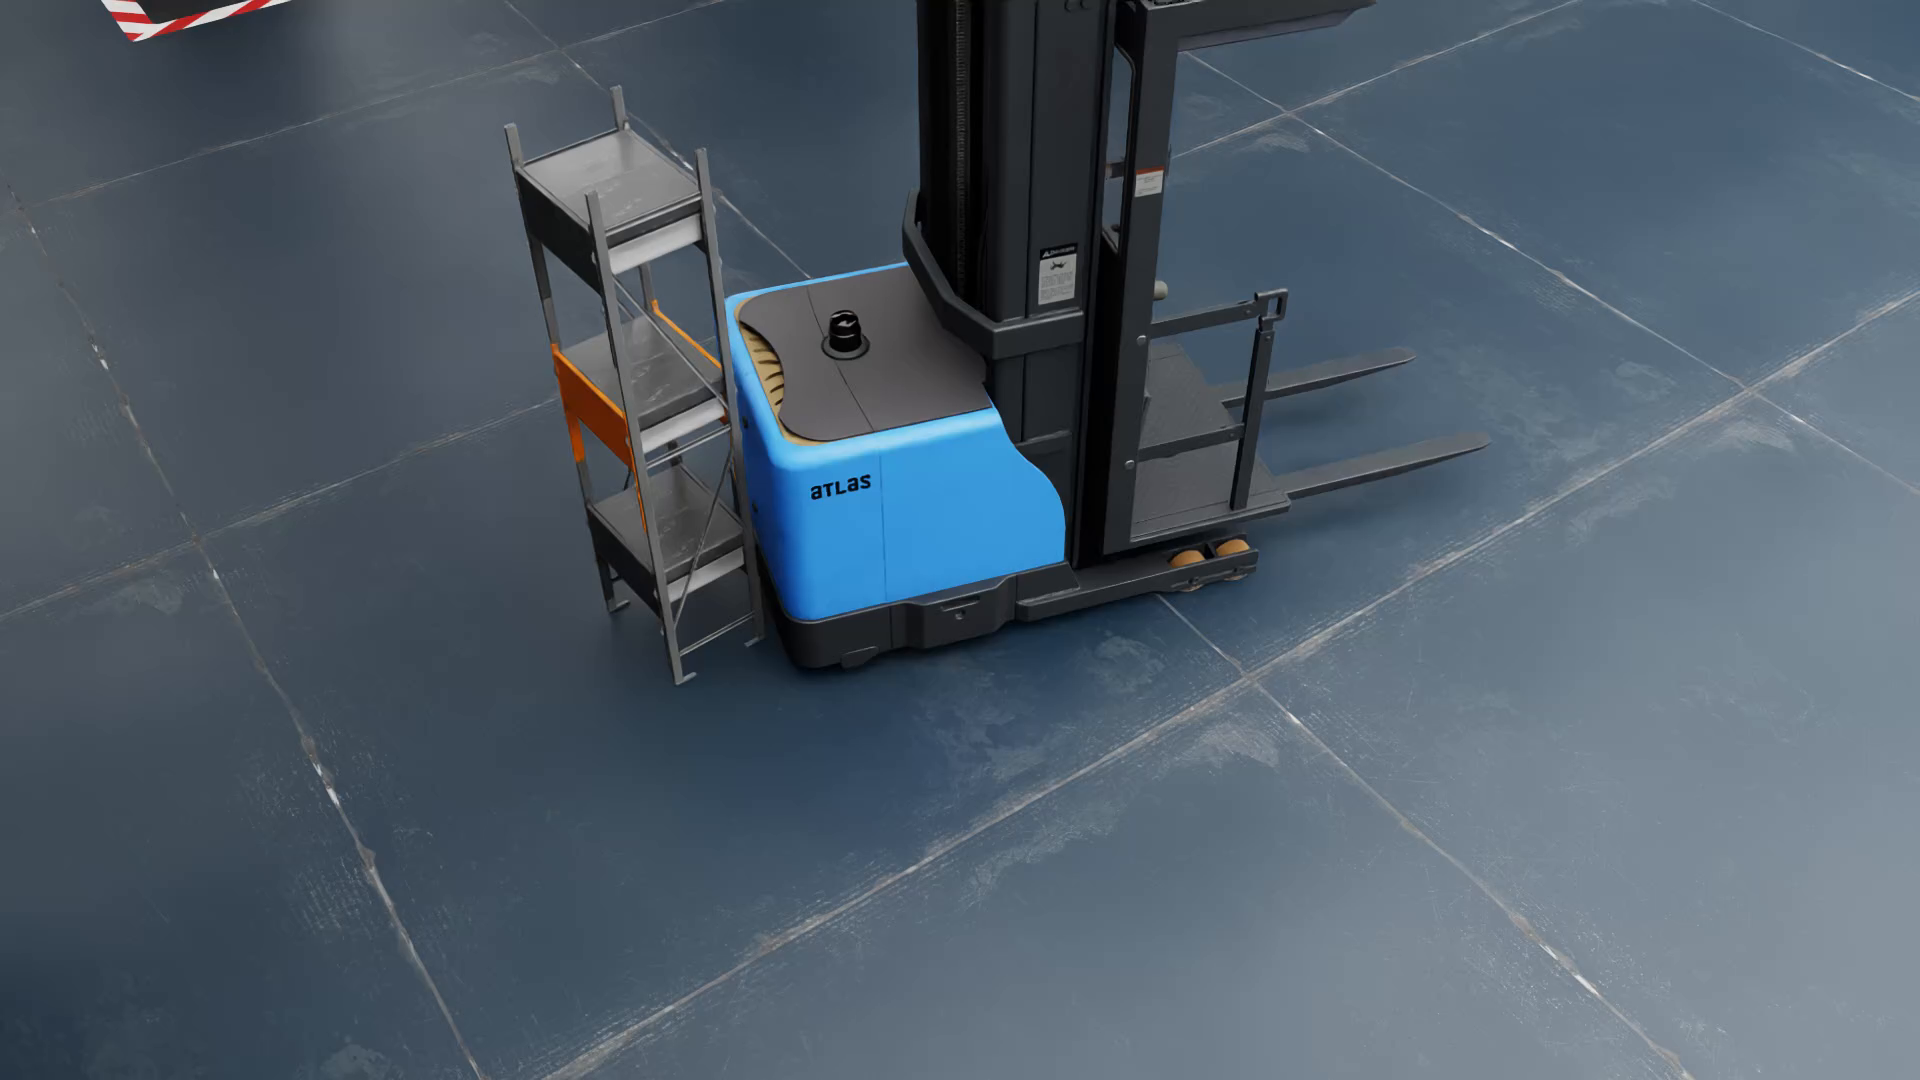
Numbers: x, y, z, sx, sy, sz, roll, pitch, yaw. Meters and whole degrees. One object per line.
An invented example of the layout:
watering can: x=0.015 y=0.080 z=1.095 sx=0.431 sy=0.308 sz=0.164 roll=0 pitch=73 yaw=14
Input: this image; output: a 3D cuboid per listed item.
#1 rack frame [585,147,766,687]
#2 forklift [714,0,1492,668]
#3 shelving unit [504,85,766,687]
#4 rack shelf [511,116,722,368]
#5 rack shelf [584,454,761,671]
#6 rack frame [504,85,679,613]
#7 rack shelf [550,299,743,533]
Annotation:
rack frame: x=-0.906 y=-0.309 z=5.548 sx=0.400 sy=2.100 sz=0.015 roll=-29 pitch=50 yaw=-27
forklift: x=0.654 y=-1.191 z=5.874 sx=3.031 sy=2.935 sz=1.130 roll=-13 pitch=45 yaw=-13
shelving unit: x=-1.059 y=-0.439 z=5.686 sx=0.431 sy=2.100 sz=0.503 roll=-29 pitch=50 yaw=-27
rack shelf: x=-1.062 y=-0.937 z=5.215 sx=0.431 sy=0.518 sz=0.480 roll=-29 pitch=50 yaw=-27
rack shelf: x=-1.057 y=0.080 z=6.177 sx=0.431 sy=0.518 sz=0.480 roll=-29 pitch=50 yaw=-27
rack frame: x=-1.213 y=-0.569 z=5.825 sx=0.400 sy=2.100 sz=0.015 roll=-29 pitch=50 yaw=-27
rack shelf: x=-1.059 y=-0.429 z=5.696 sx=0.431 sy=0.518 sz=0.480 roll=-29 pitch=50 yaw=-27
